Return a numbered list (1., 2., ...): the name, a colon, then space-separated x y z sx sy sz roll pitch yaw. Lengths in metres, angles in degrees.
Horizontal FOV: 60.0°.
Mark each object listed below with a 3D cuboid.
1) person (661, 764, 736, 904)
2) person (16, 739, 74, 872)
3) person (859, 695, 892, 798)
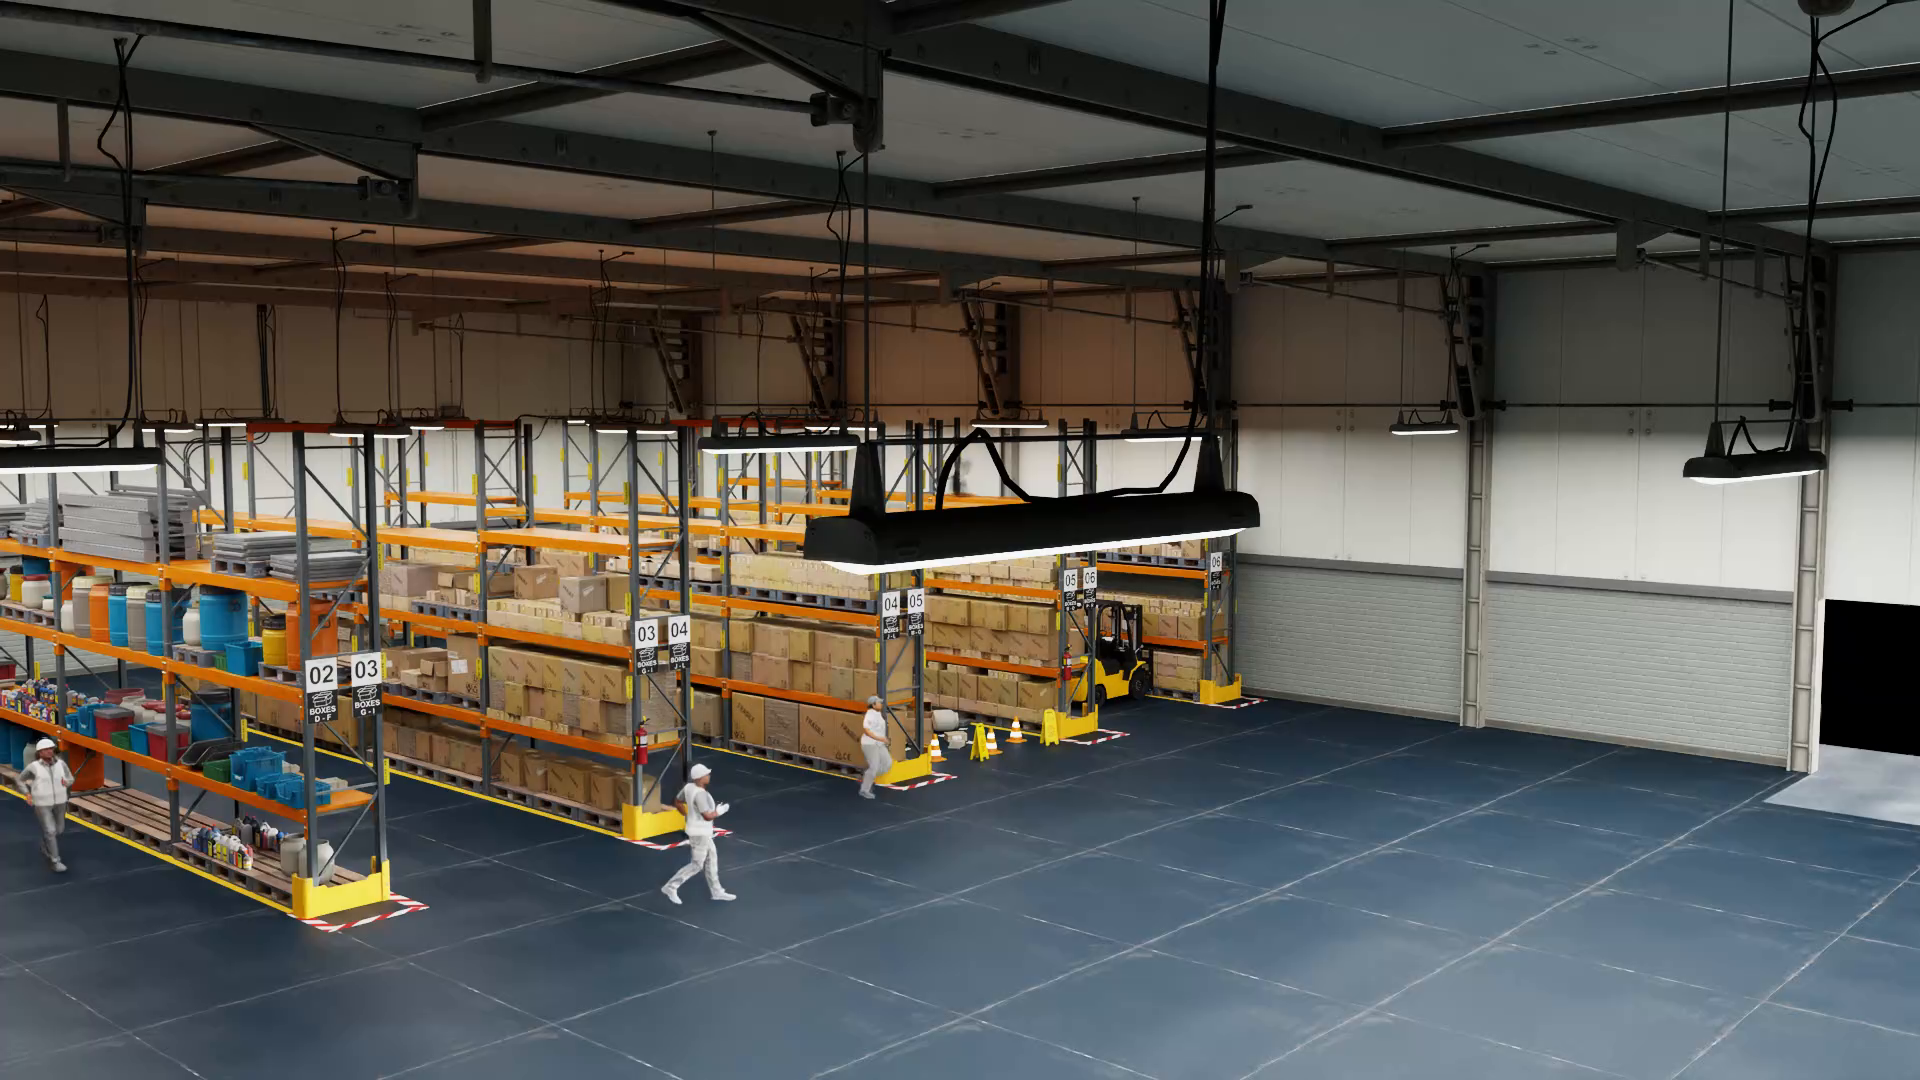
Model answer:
1. person: -3.290 3.700 20.908 0.963 1.775 0.691 -2 5 -19
2. person: -12.412 3.578 22.654 0.964 1.751 0.662 3 6 37
3. person: -1.351 3.329 26.926 0.499 1.630 0.620 1 5 15
